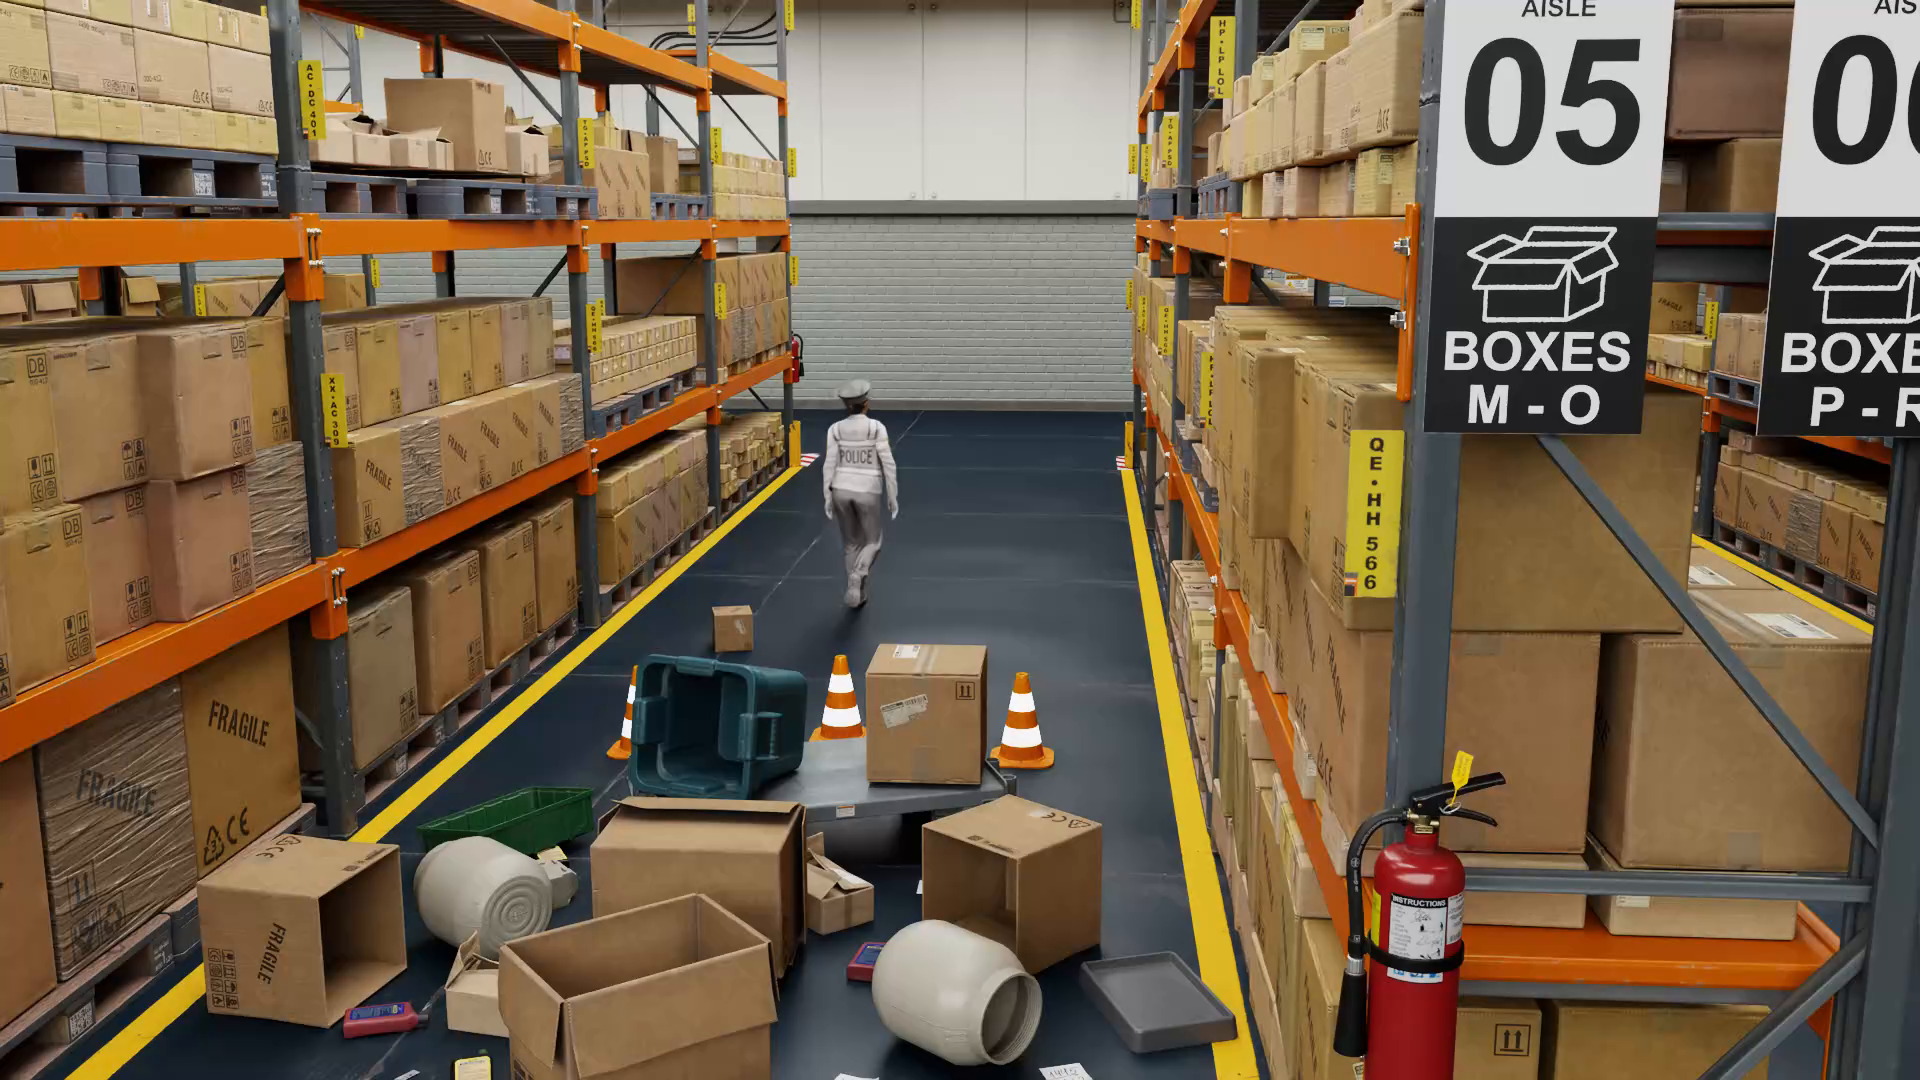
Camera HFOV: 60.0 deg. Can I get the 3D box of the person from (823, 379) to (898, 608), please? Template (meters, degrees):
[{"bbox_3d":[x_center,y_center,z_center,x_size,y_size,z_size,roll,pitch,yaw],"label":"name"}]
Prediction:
[{"bbox_3d":[-0.730,-0.313,11.952,0.566,1.651,0.688,2,11,8],"label":"person"}]
